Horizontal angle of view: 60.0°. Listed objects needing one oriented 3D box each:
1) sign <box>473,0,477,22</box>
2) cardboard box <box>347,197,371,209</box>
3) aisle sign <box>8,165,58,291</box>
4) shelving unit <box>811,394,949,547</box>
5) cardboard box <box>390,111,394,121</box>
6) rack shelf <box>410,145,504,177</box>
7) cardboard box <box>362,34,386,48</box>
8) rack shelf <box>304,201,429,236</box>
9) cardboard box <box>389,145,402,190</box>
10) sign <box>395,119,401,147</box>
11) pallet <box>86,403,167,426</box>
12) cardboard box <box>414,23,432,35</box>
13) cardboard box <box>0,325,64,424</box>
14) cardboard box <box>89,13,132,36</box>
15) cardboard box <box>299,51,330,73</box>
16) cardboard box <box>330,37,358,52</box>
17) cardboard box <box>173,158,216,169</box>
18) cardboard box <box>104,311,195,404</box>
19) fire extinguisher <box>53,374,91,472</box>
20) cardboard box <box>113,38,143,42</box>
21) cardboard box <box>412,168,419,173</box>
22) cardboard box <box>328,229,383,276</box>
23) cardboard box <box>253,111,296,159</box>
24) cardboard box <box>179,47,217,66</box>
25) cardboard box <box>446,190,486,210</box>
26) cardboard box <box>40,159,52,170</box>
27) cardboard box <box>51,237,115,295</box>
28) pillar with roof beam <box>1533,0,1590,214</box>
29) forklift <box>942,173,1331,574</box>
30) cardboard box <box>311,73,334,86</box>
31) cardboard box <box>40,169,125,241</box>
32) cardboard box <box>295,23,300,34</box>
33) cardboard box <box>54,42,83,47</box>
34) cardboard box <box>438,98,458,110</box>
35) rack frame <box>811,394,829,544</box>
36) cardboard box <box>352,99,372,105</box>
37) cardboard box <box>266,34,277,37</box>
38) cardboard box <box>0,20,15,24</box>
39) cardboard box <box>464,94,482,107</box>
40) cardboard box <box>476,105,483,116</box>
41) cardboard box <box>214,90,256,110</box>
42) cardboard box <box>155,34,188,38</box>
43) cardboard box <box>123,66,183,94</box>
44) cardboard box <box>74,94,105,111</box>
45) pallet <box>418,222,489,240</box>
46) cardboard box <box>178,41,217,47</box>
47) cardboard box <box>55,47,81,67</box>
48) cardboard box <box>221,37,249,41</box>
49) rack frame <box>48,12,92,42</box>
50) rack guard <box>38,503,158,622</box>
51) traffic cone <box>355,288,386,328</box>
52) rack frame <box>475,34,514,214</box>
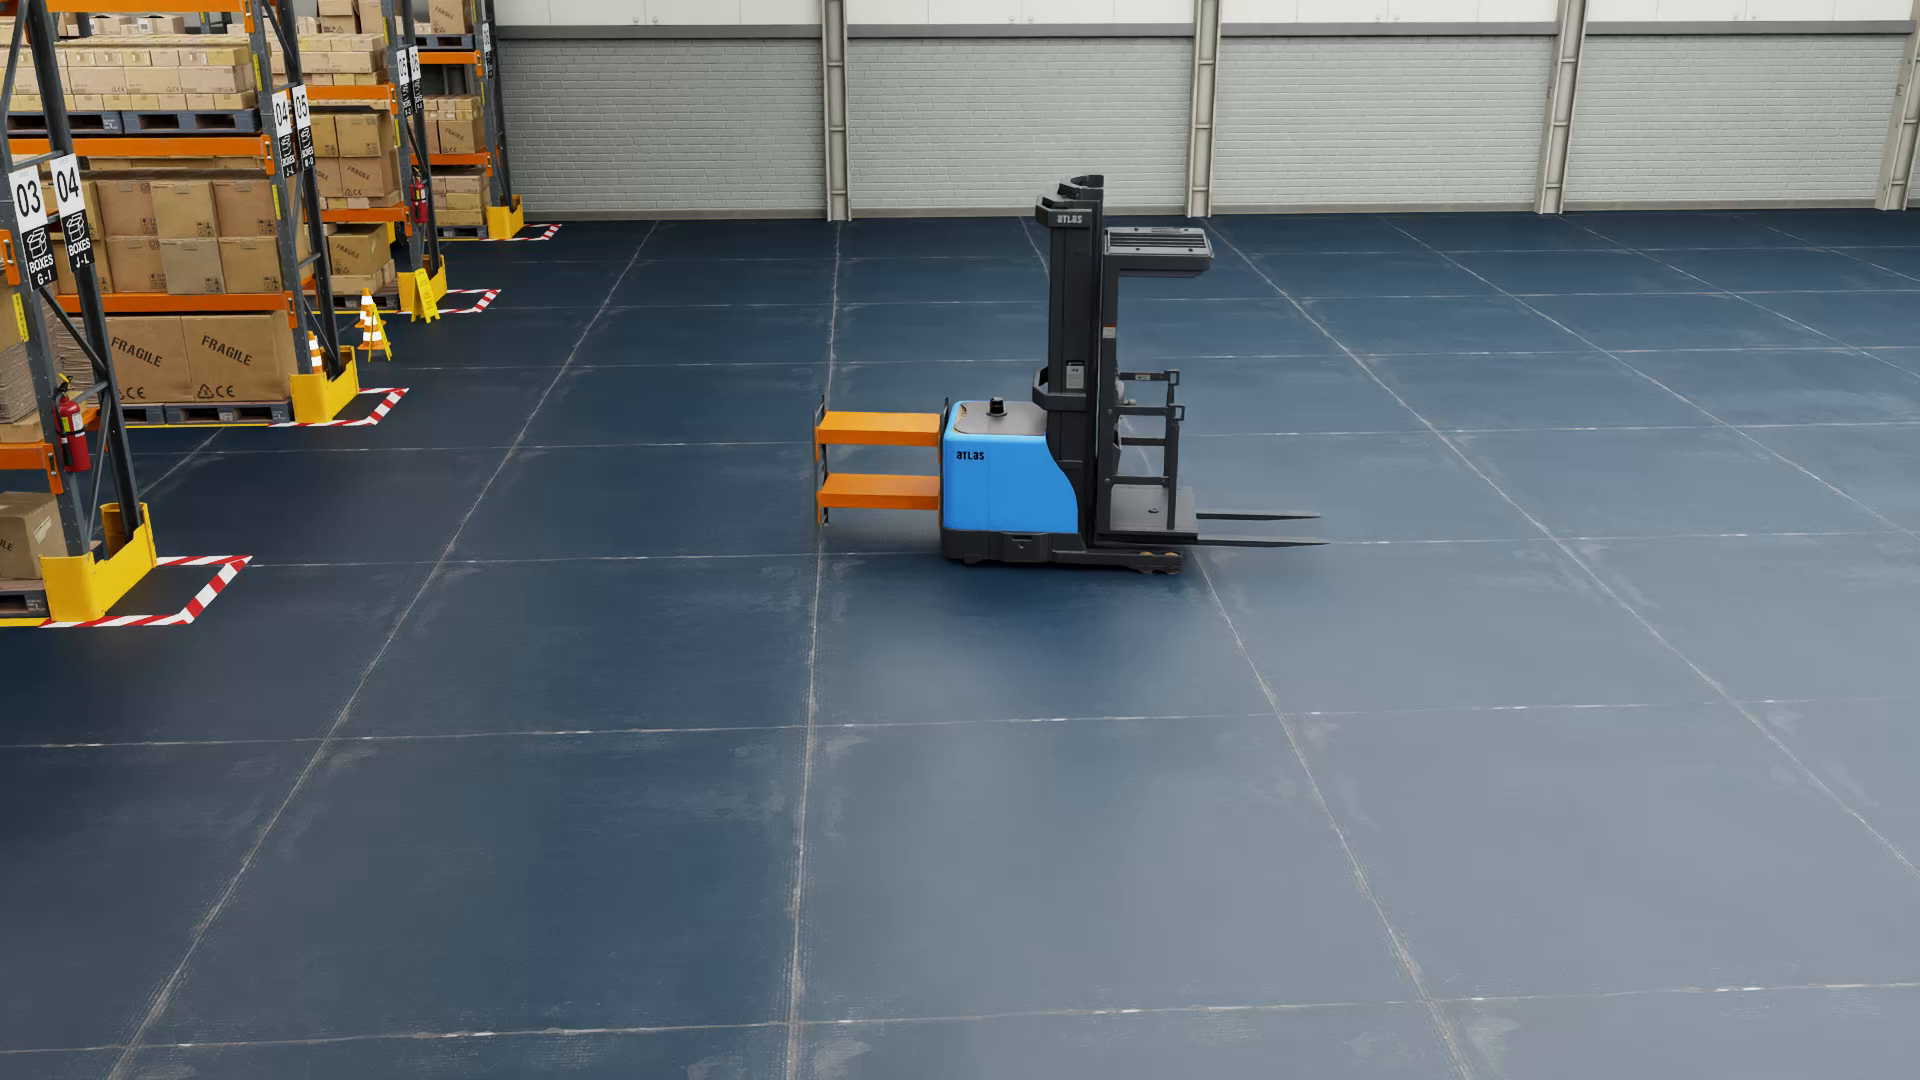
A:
[{"bbox_3d":[-7.227,-7.886,24.770,0.005,0.325,0.100,-1,21,-3],"label":"sign"},{"bbox_3d":[-7.565,-4.292,21.031,0.250,0.149,0.380,-1,21,-4],"label":"cardboard box"},{"bbox_3d":[-6.313,-2.127,11.337,0.004,0.787,0.394,-1,21,-3],"label":"aisle sign"},{"bbox_3d":[-0.633,-0.569,13.534,1.048,1.125,0.538,2,21,4],"label":"shelving unit"},{"bbox_3d":[-8.603,-6.521,25.482,0.250,0.149,0.380,-2,21,-5],"label":"cardboard box"},{"bbox_3d":[-9.241,-5.924,25.975,4.000,0.370,1.077,-1,21,-3],"label":"rack shelf"},{"bbox_3d":[-7.324,-6.260,20.863,0.250,0.149,0.380,-1,21,-3],"label":"cardboard box"},{"bbox_3d":[-8.954,-4.161,21.344,4.000,0.370,1.077,-1,21,-3],"label":"rack shelf"},{"bbox_3d":[-7.446,-4.812,21.486,0.500,0.500,0.500,-1,21,-4],"label":"cardboard box"},{"bbox_3d":[-6.946,-5.029,20.542,0.005,0.325,0.100,-1,21,-3],"label":"sign"},{"bbox_3d":[-8.583,-1.410,17.028,1.213,0.211,1.003,-1,21,-3],"label":"pallet"},{"bbox_3d":[-8.054,-7.703,25.045,0.250,0.149,0.380,-2,21,-5],"label":"cardboard box"},{"bbox_3d":[-6.942,-1.201,12.002,0.500,0.500,0.875,-1,21,-3],"label":"cardboard box"},{"bbox_3d":[-12.713,-7.706,24.823,0.500,0.311,0.500,-2,21,-5],"label":"cardboard box"},{"bbox_3d":[-7.956,-5.897,20.471,0.500,0.250,0.500,-1,21,-4],"label":"cardboard box"},{"bbox_3d":[-7.538,-6.091,20.421,0.250,0.149,0.380,-1,21,-2],"label":"cardboard box"},{"bbox_3d":[-9.494,-4.576,20.865,0.500,0.500,0.500,-1,21,-4],"label":"cardboard box"},{"bbox_3d":[-8.125,-1.928,16.866,0.875,0.875,0.875,-1,21,-4],"label":"cardboard box"},{"bbox_3d":[-6.251,-0.819,11.666,0.183,0.674,0.296,-1,21,-3],"label":"fire extinguisher"},{"bbox_3d":[-10.096,-6.021,20.238,0.250,0.149,0.380,-2,21,-5],"label":"cardboard box"},{"bbox_3d":[-8.734,-5.719,26.295,0.500,0.250,0.500,-1,21,-3],"label":"cardboard box"},{"bbox_3d":[-7.742,-3.690,21.318,0.500,0.500,0.500,-1,21,-3],"label":"cardboard box"},{"bbox_3d":[-8.464,-5.048,20.700,0.500,0.500,0.700,-1,21,-4],"label":"cardboard box"},{"bbox_3d":[-7.140,-4.549,15.640,0.250,0.149,0.380,-1,21,-3],"label":"cardboard box"},{"bbox_3d":[-7.713,-5.324,25.962,0.500,0.250,0.500,-1,21,-4],"label":"cardboard box"},{"bbox_3d":[-11.399,-4.747,20.725,0.500,0.500,0.500,-2,21,-4],"label":"cardboard box"},{"bbox_3d":[-8.583,-2.816,16.592,0.500,0.550,0.875,-1,21,-3],"label":"cardboard box"},{"bbox_3d":[10.225,-8.247,22.634,0.400,9.000,9.100,-1,21,-3],"label":"pillar with roof beam"},{"bbox_3d":[1.402,-1.301,12.919,3.031,2.935,1.130,2,21,4],"label":"forklift"},{"bbox_3d":[-7.811,-5.705,20.528,0.250,0.149,0.380,-1,21,-1],"label":"cardboard box"},{"bbox_3d":[-8.579,-3.298,16.339,0.500,0.550,0.875,-1,21,-3],"label":"cardboard box"},{"bbox_3d":[-10.005,-7.664,24.941,0.250,0.149,0.380,-1,21,-1],"label":"cardboard box"},{"bbox_3d":[-8.704,-4.751,16.171,0.250,0.149,0.380,-1,21,-2],"label":"cardboard box"},{"bbox_3d":[-7.834,-6.691,25.510,0.250,0.149,0.380,-1,21,-3],"label":"cardboard box"},{"bbox_3d":[-1.139,-0.584,13.574,0.032,1.125,0.500,2,21,4],"label":"rack frame"},{"bbox_3d":[-9.121,-6.674,25.465,0.250,0.149,0.380,-1,21,-2],"label":"cardboard box"},{"bbox_3d":[-8.590,-6.272,20.895,0.250,0.149,0.380,-1,21,-2],"label":"cardboard box"},{"bbox_3d":[-12.054,-6.335,20.746,0.500,0.250,0.500,-2,21,-4],"label":"cardboard box"},{"bbox_3d":[-7.592,-6.858,25.949,0.250,0.149,0.380,-2,21,-4],"label":"cardboard box"},{"bbox_3d":[-7.598,-6.736,26.045,0.250,0.149,0.380,-2,21,-4],"label":"cardboard box"},{"bbox_3d":[-6.886,-4.181,15.794,0.250,0.149,0.380,-1,21,-3],"label":"cardboard box"},{"bbox_3d":[-9.875,-6.255,20.851,0.250,0.149,0.380,-1,21,-1],"label":"cardboard box"},{"bbox_3d":[-7.546,-4.376,15.744,0.500,0.250,0.500,-1,21,-3],"label":"cardboard box"},{"bbox_3d":[-8.155,-4.156,15.727,0.250,0.149,0.380,-1,21,-3],"label":"cardboard box"},{"bbox_3d":[-8.006,-4.967,26.370,1.213,0.211,1.003,-1,21,-3],"label":"pallet"},{"bbox_3d":[-7.431,-4.777,16.239,0.250,0.149,0.380,-1,21,-4],"label":"cardboard box"},{"bbox_3d":[-8.414,-4.523,15.570,0.250,0.149,0.380,-1,21,-3],"label":"cardboard box"},{"bbox_3d":[-8.807,-6.040,20.285,0.250,0.149,0.380,-1,21,-2],"label":"cardboard box"},{"bbox_3d":[-10.951,-7.260,20.042,0.127,3.000,1.000,-1,21,-3],"label":"rack frame"},{"bbox_3d":[-6.467,0.153,12.517,0.348,0.500,1.175,-1,21,-3],"label":"rack guard"},{"bbox_3d":[-7.313,-2.885,20.548,0.334,0.463,0.336,-1,21,-3],"label":"traffic cone"},{"bbox_3d":[-7.244,-6.301,25.954,0.127,3.000,1.000,-1,21,-3],"label":"rack frame"}]
